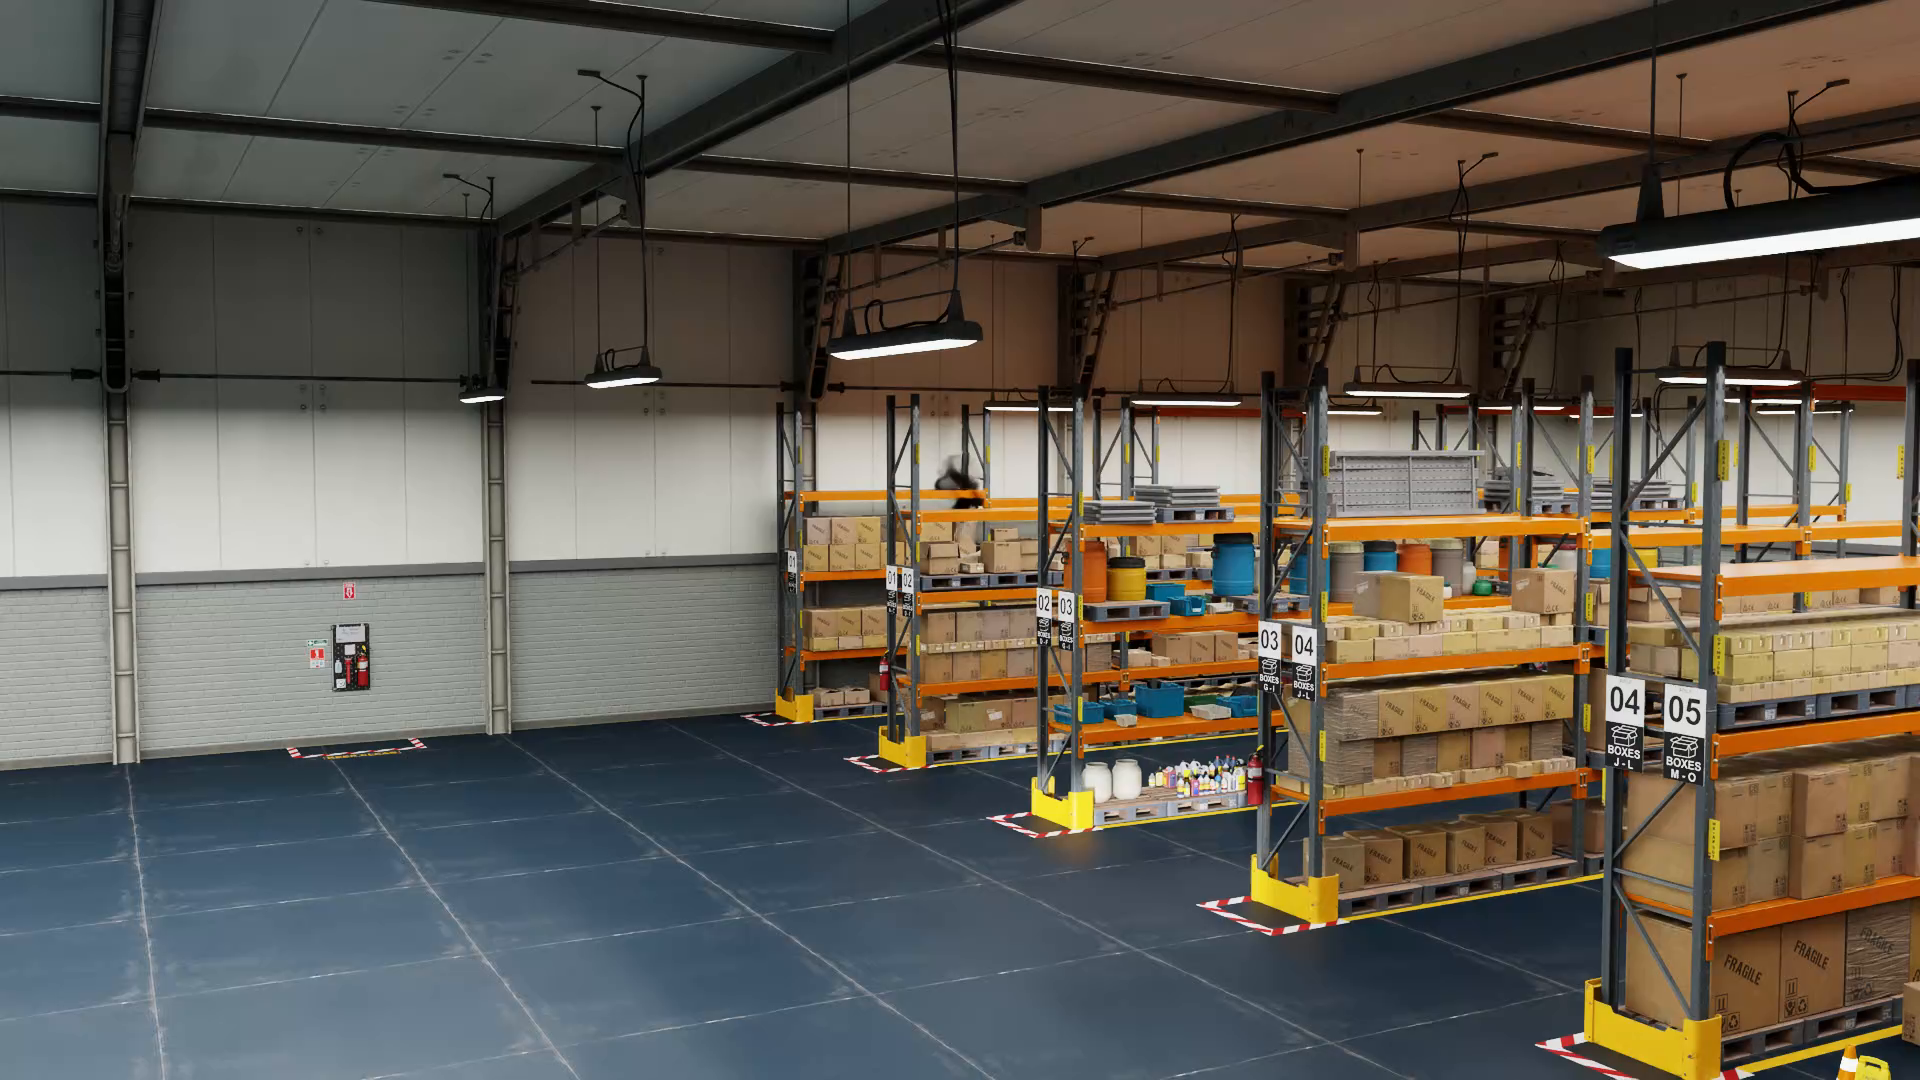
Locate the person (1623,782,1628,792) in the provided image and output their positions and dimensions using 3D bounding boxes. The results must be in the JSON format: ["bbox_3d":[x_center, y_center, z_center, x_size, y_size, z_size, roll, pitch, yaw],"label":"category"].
[{"bbox_3d":[9.134,2.988,23.117,0.569,1.719,0.674,-1,4,-24],"label":"person"}]
